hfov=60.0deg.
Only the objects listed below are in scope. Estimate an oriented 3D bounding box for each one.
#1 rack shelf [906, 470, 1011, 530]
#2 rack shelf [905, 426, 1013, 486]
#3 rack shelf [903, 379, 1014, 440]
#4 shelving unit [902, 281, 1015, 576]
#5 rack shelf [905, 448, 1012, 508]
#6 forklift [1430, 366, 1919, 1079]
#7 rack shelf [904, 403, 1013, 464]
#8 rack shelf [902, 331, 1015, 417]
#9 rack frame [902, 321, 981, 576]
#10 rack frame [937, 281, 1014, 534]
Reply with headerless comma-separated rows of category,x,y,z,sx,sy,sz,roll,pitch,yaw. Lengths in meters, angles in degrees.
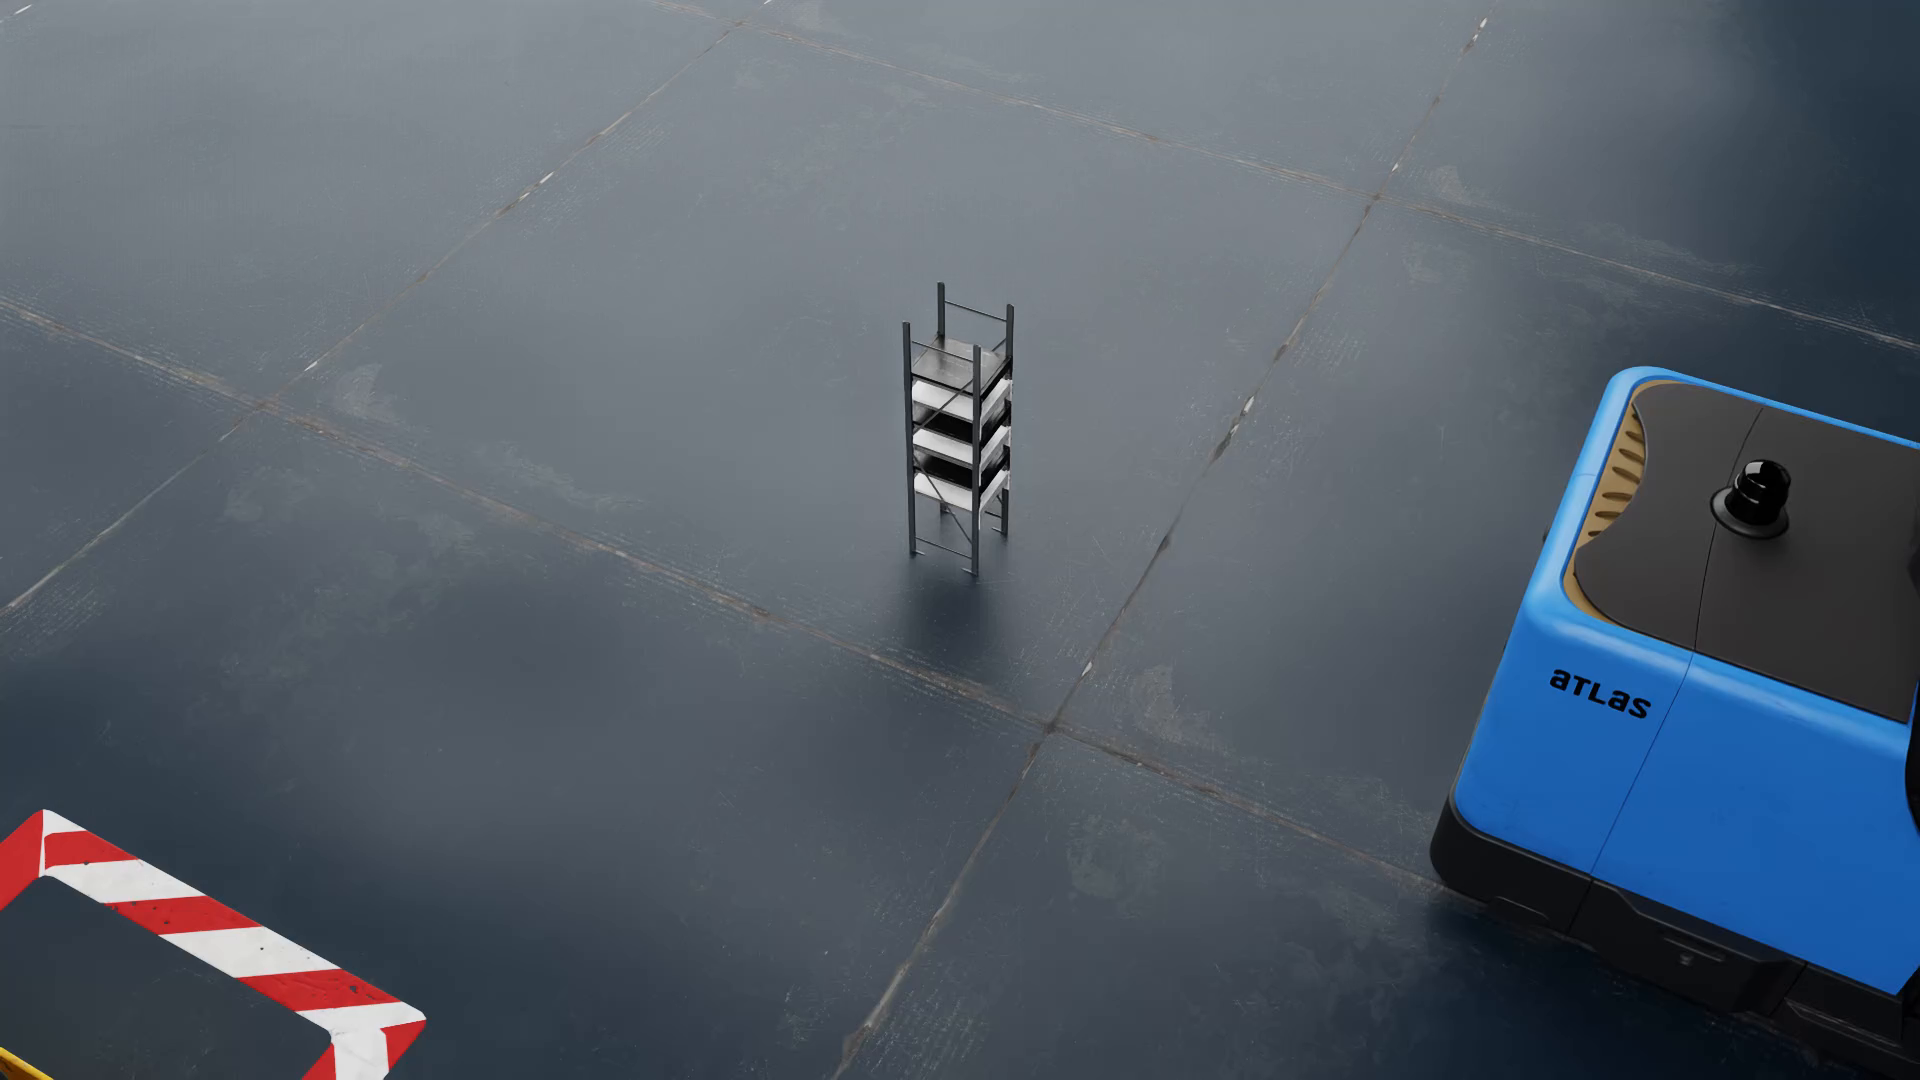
rack shelf,-0.004,-0.161,5.077,0.258,0.077,0.200,20,49,19
rack shelf,-0.004,-0.288,4.949,0.258,0.077,0.200,20,49,19
rack shelf,-0.004,-0.414,4.821,0.258,0.077,0.200,20,49,19
shelving unit,-0.004,-0.311,4.925,0.258,0.900,0.210,20,49,19
rack shelf,-0.004,-0.225,5.013,0.258,0.077,0.200,20,49,19
forklift,2.771,0.056,3.134,3.031,2.935,1.130,21,49,19
rack shelf,-0.004,-0.351,4.885,0.258,0.077,0.200,20,49,19
rack shelf,-0.004,-0.478,4.757,0.258,0.077,0.200,20,49,19
rack frame,-0.051,-0.247,4.862,0.240,0.900,0.006,20,49,19
rack frame,0.043,-0.375,4.988,0.240,0.900,0.006,20,49,19
